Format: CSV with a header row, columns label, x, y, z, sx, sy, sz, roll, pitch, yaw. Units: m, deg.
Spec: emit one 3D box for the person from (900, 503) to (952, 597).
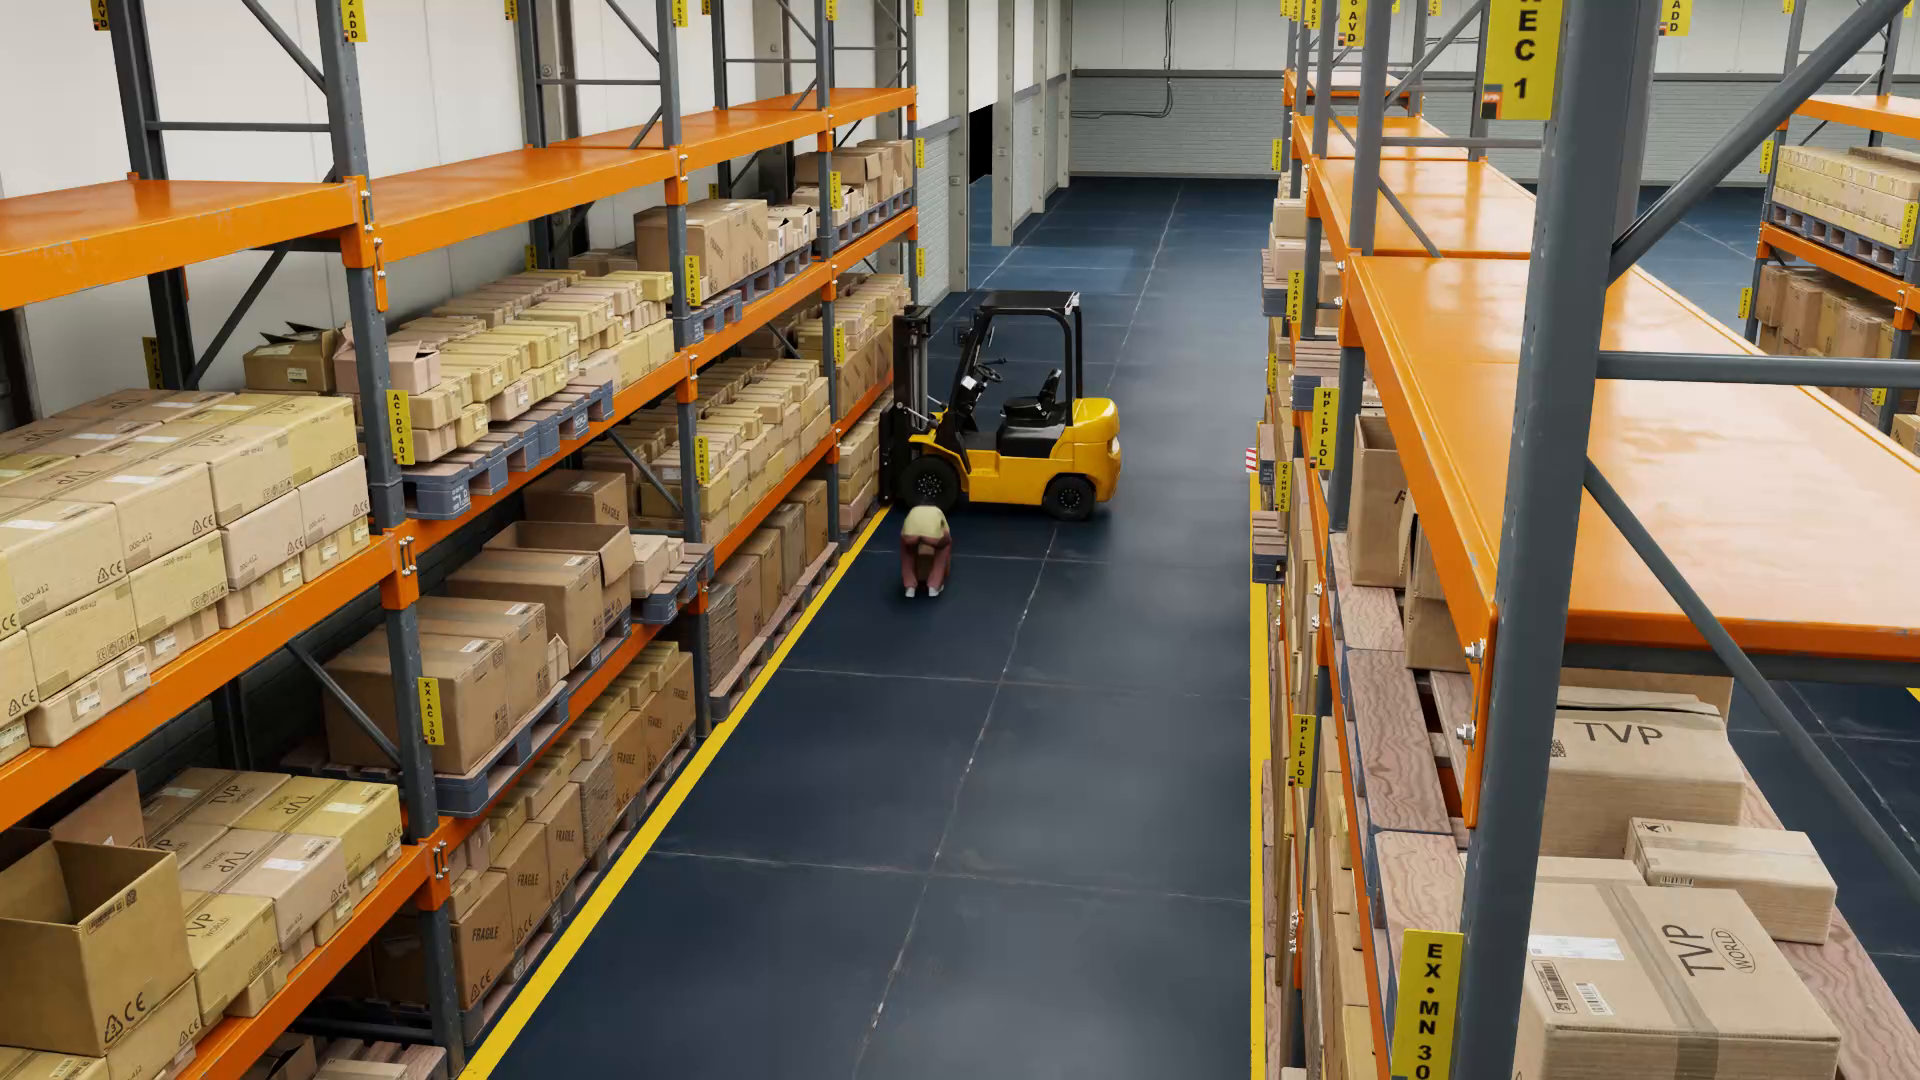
label,x,y,z,sx,sy,sz,roll,pitch,yaw
person,-0.308,0.086,14.779,0.468,0.758,0.860,2,18,7
